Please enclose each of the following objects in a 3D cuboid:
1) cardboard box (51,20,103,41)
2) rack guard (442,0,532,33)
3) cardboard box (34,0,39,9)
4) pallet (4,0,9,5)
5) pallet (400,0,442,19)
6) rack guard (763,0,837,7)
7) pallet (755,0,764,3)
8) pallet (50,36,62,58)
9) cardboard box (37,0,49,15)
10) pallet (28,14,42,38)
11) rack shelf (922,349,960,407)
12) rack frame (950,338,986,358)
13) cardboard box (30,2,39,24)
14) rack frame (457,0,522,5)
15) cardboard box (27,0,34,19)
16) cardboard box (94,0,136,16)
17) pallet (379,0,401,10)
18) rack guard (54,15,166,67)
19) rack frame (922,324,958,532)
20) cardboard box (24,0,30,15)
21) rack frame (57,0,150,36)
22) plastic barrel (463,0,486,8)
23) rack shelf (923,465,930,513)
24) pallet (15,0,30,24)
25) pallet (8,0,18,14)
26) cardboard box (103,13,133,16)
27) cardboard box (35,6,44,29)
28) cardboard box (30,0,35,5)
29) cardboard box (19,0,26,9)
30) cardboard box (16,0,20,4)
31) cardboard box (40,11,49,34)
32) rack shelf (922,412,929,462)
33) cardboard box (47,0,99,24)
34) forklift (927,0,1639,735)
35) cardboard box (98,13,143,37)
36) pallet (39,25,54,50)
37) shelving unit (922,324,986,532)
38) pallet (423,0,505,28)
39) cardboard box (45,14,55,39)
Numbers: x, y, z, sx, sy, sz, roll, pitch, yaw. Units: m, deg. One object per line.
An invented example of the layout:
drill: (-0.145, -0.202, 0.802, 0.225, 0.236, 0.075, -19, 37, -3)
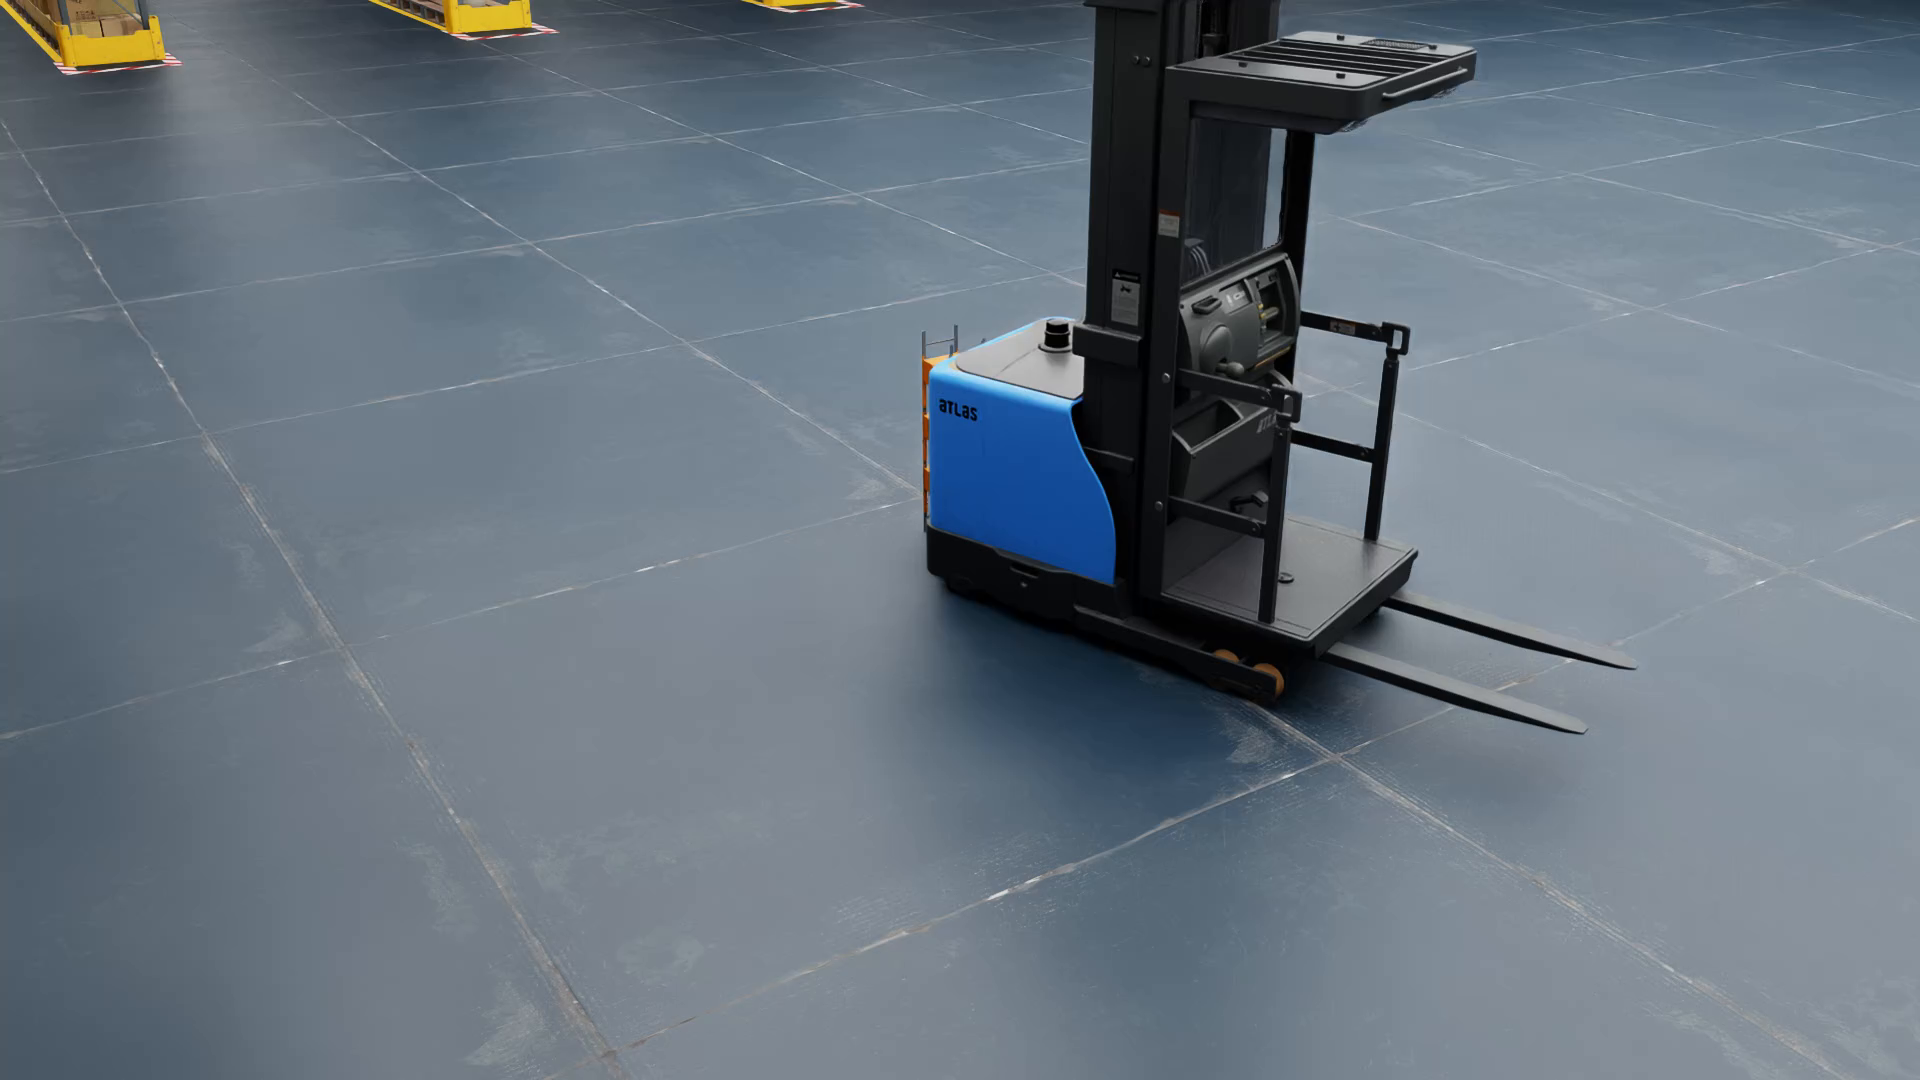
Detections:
cardboard box: (-11.306, -6.528, 21.294, 0.500, 0.250, 0.500, -16, 29, -30)
rack guard: (-6.695, -7.498, 23.547, 1.175, 0.500, 0.348, -16, 29, -30)
cardboard box: (-12.138, -7.400, 22.263, 0.500, 0.500, 0.500, -16, 29, -30)
pallet: (-14.717, -8.756, 26.550, 1.003, 0.211, 1.213, -16, 29, -30)
pallet: (-7.796, -8.095, 25.150, 1.003, 0.211, 1.213, -16, 29, -30)
rack guard: (-2.506, -8.663, 26.015, 1.175, 0.500, 0.348, -16, 29, -30)
pallet: (-2.919, -8.831, 26.710, 1.003, 0.211, 1.213, -16, 29, -30)
pallet: (-11.219, -6.462, 21.691, 1.003, 0.211, 1.213, -16, 29, -30)
cardboard box: (-11.866, -7.221, 21.884, 0.500, 0.500, 0.500, -16, 29, -30)
pallet: (-12.551, -7.334, 23.539, 1.003, 0.211, 1.213, -16, 29, -30)
rack shelf: (-0.029, -0.741, 7.950, 0.215, 0.259, 0.240, -16, 29, -30)
rack frame: (0.037, -0.450, 7.974, 0.200, 1.050, 0.008, -16, 29, -30)
cardboard box: (-12.413, -7.240, 22.801, 0.500, 0.250, 0.500, -16, 29, -30)
rack frame: (-6.614, -8.612, 22.979, 1.000, 3.000, 0.127, -16, 29, -30)
cardboard box: (-12.682, -7.420, 23.182, 0.500, 0.250, 0.500, -16, 29, -30)
cardboard box: (-11.147, -7.167, 21.768, 0.500, 0.500, 0.500, -16, 29, -30)
pallet: (-8.466, -8.532, 26.076, 1.003, 0.211, 1.213, -16, 29, -30)
rack guard: (-10.753, -6.320, 21.052, 1.175, 0.500, 0.348, -16, 29, -30)
rack frame: (-0.096, -0.538, 8.159, 0.200, 1.050, 0.008, -16, 29, -30)
cardboard box: (-12.951, -7.600, 23.564, 0.500, 0.250, 0.500, -16, 29, -30)
rack frame: (-10.766, -7.459, 20.537, 1.000, 3.000, 0.127, -16, 29, -30)
plastic barrel: (-7.037, -7.894, 23.881, 0.421, 0.512, 0.421, 0, 25, 0)
rack shelf: (-0.029, -0.233, 8.190, 0.215, 0.259, 0.240, -16, 29, -30)
pallet: (-13.385, -7.883, 24.701, 1.003, 0.211, 1.213, -16, 29, -30)
pallet: (-14.055, -8.320, 25.627, 1.003, 0.211, 1.213, -16, 29, -30)
cardboard box: (-11.149, -6.827, 21.927, 0.500, 0.250, 0.500, -16, 29, -30)
cardboard box: (-12.135, -7.062, 22.425, 0.500, 0.250, 0.500, -16, 29, -30)
cardboard box: (-12.413, -7.579, 22.641, 0.500, 0.500, 0.500, -16, 29, -30)
cardboard box: (-13.419, -7.917, 24.236, 0.500, 0.250, 0.500, -16, 30, -30)
cardboard box: (-13.694, -8.098, 24.620, 0.500, 0.250, 0.500, -16, 30, -30)
cardboard box: (-11.864, -6.883, 22.045, 0.500, 0.250, 0.500, -16, 29, -30)
rack shelf: (-0.029, -0.484, 8.071, 0.215, 0.259, 0.240, -16, 29, -30)
cardboard box: (-11.308, -6.867, 21.133, 0.500, 0.500, 0.500, -16, 29, -30)
forklift: (1.324, -0.907, 6.738, 3.031, 2.935, 1.130, 18, 31, 33)
cardboard box: (-10.872, -6.649, 21.550, 0.500, 0.250, 0.500, -16, 29, -30)
pallet: (-11.881, -6.898, 22.614, 1.003, 0.211, 1.213, -16, 29, -30)
shelving unit: (-0.029, -0.494, 8.066, 0.215, 1.050, 0.252, -16, 29, -30)
pallet: (-7.134, -7.659, 24.227, 1.003, 0.211, 1.213, -16, 29, -30)
cardboard box: (-11.589, -6.704, 21.667, 0.500, 0.250, 0.500, -16, 29, -30)
